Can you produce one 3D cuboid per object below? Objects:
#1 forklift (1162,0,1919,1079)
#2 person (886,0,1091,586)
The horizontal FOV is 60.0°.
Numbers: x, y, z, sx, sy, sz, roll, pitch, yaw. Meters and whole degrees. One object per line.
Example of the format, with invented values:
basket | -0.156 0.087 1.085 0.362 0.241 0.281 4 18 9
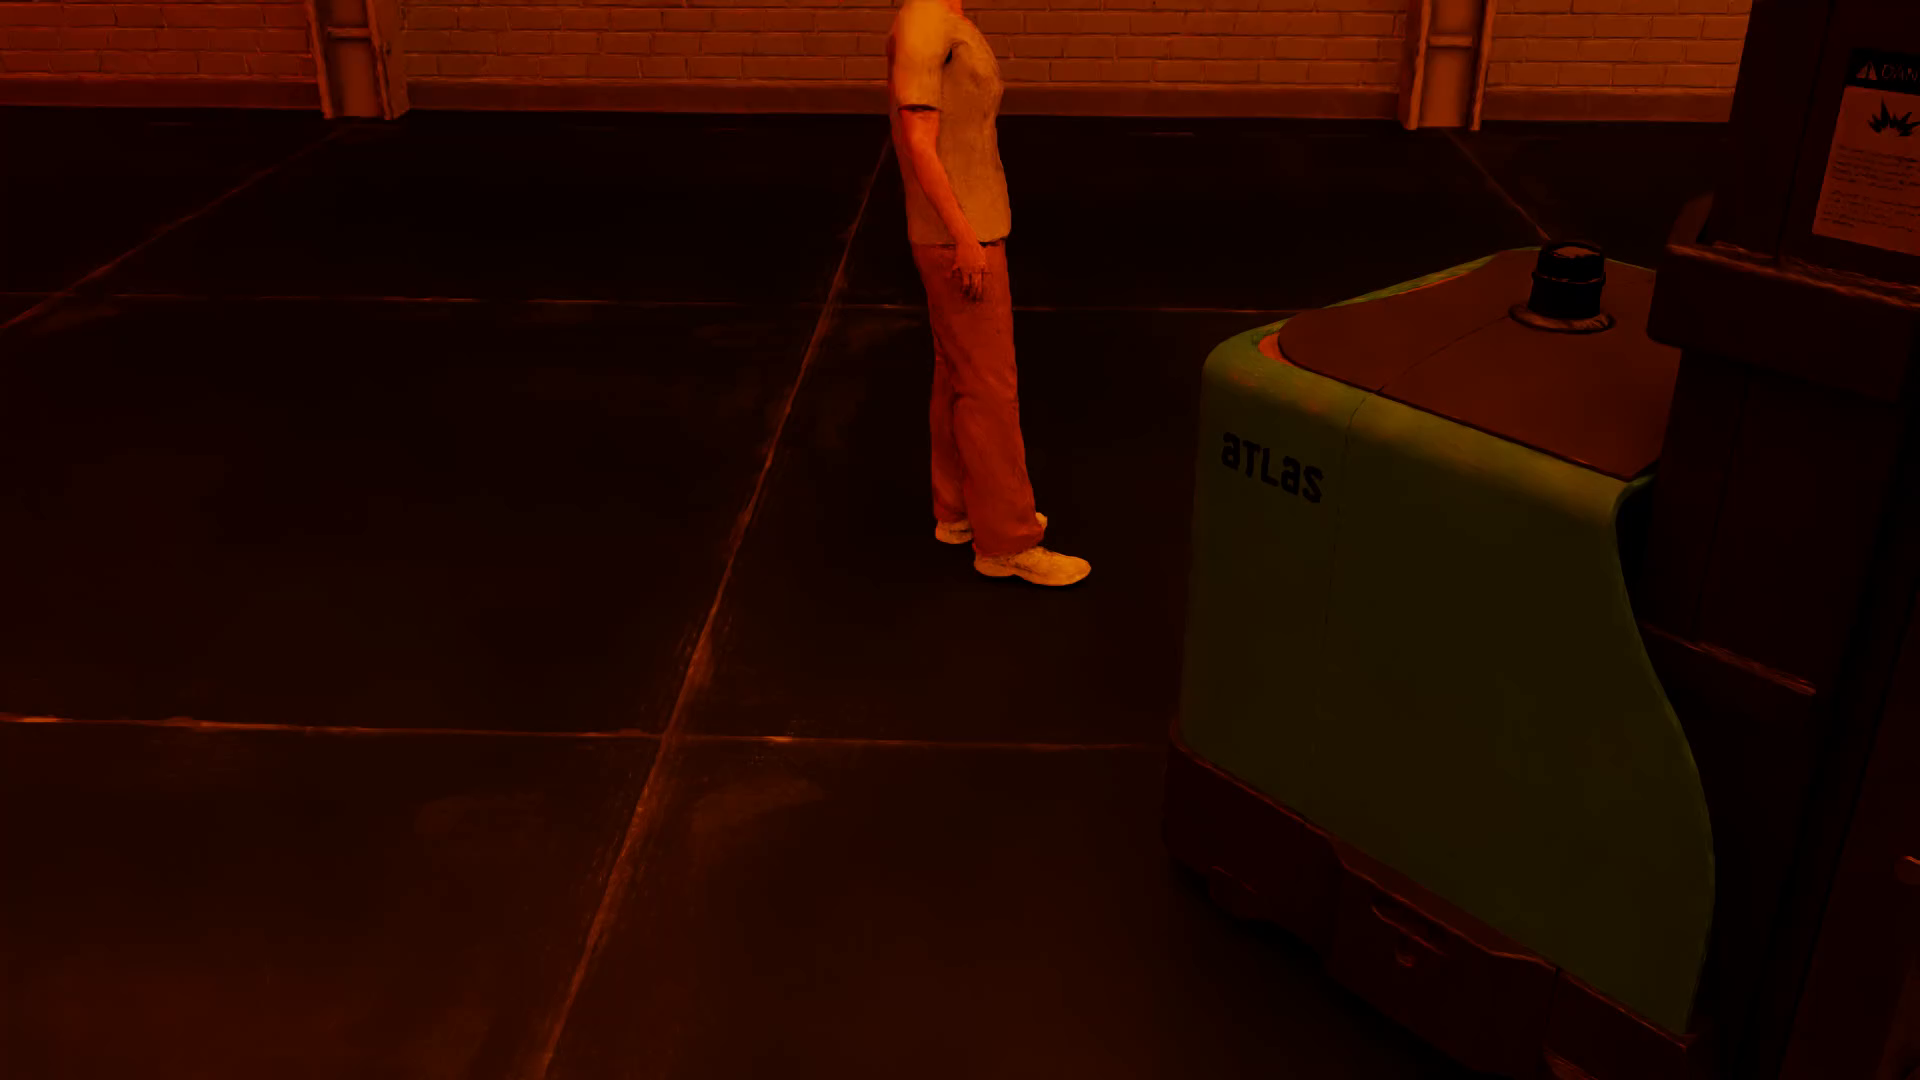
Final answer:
forklift | 1.713 -0.313 1.842 1.130 2.935 3.031 -20 33 -35
person | 0.073 -0.752 4.135 0.548 1.674 0.554 1 26 2
